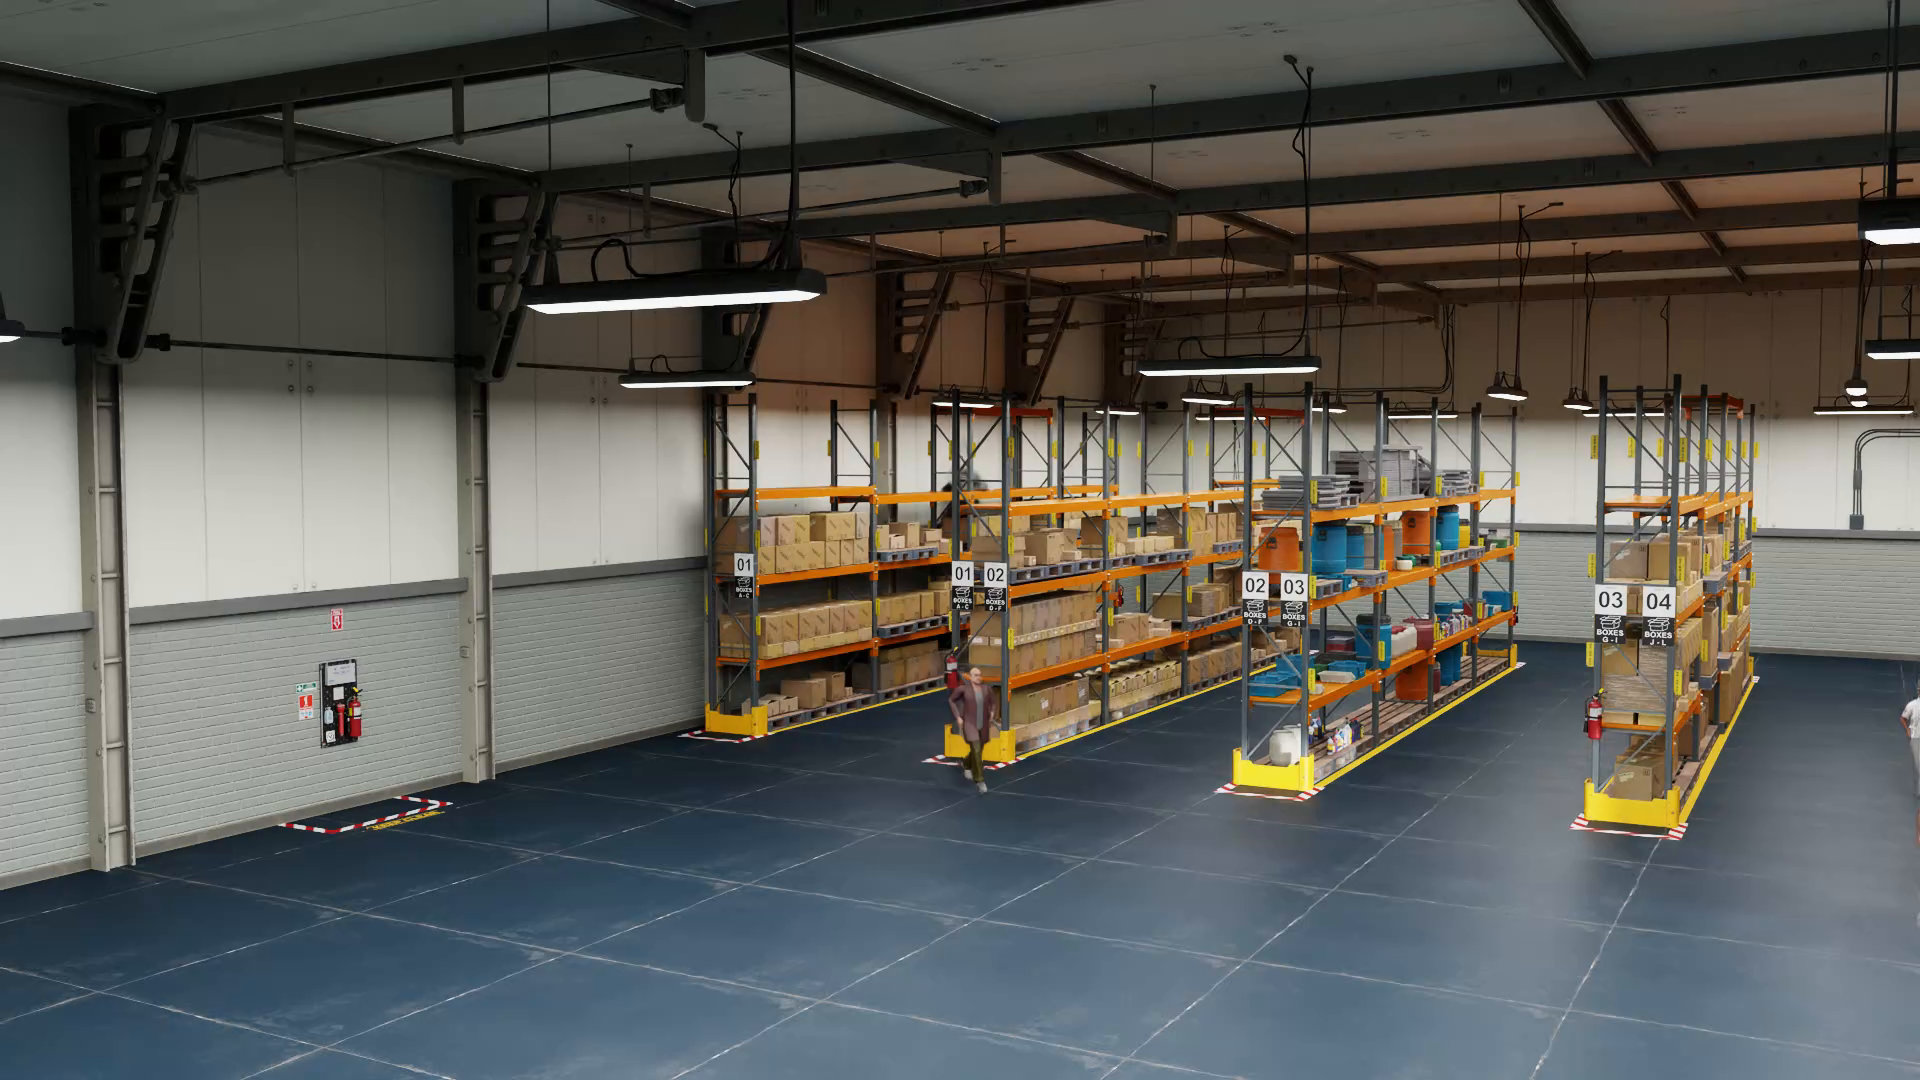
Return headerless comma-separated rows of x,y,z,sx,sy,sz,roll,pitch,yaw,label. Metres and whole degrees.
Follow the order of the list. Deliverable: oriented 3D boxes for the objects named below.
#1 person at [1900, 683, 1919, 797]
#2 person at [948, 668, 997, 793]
13.966,2.869,24.135,0.578,1.653,0.644,2,3,26,person
0.214,2.784,24.708,0.717,1.789,0.984,-2,3,-27,person
